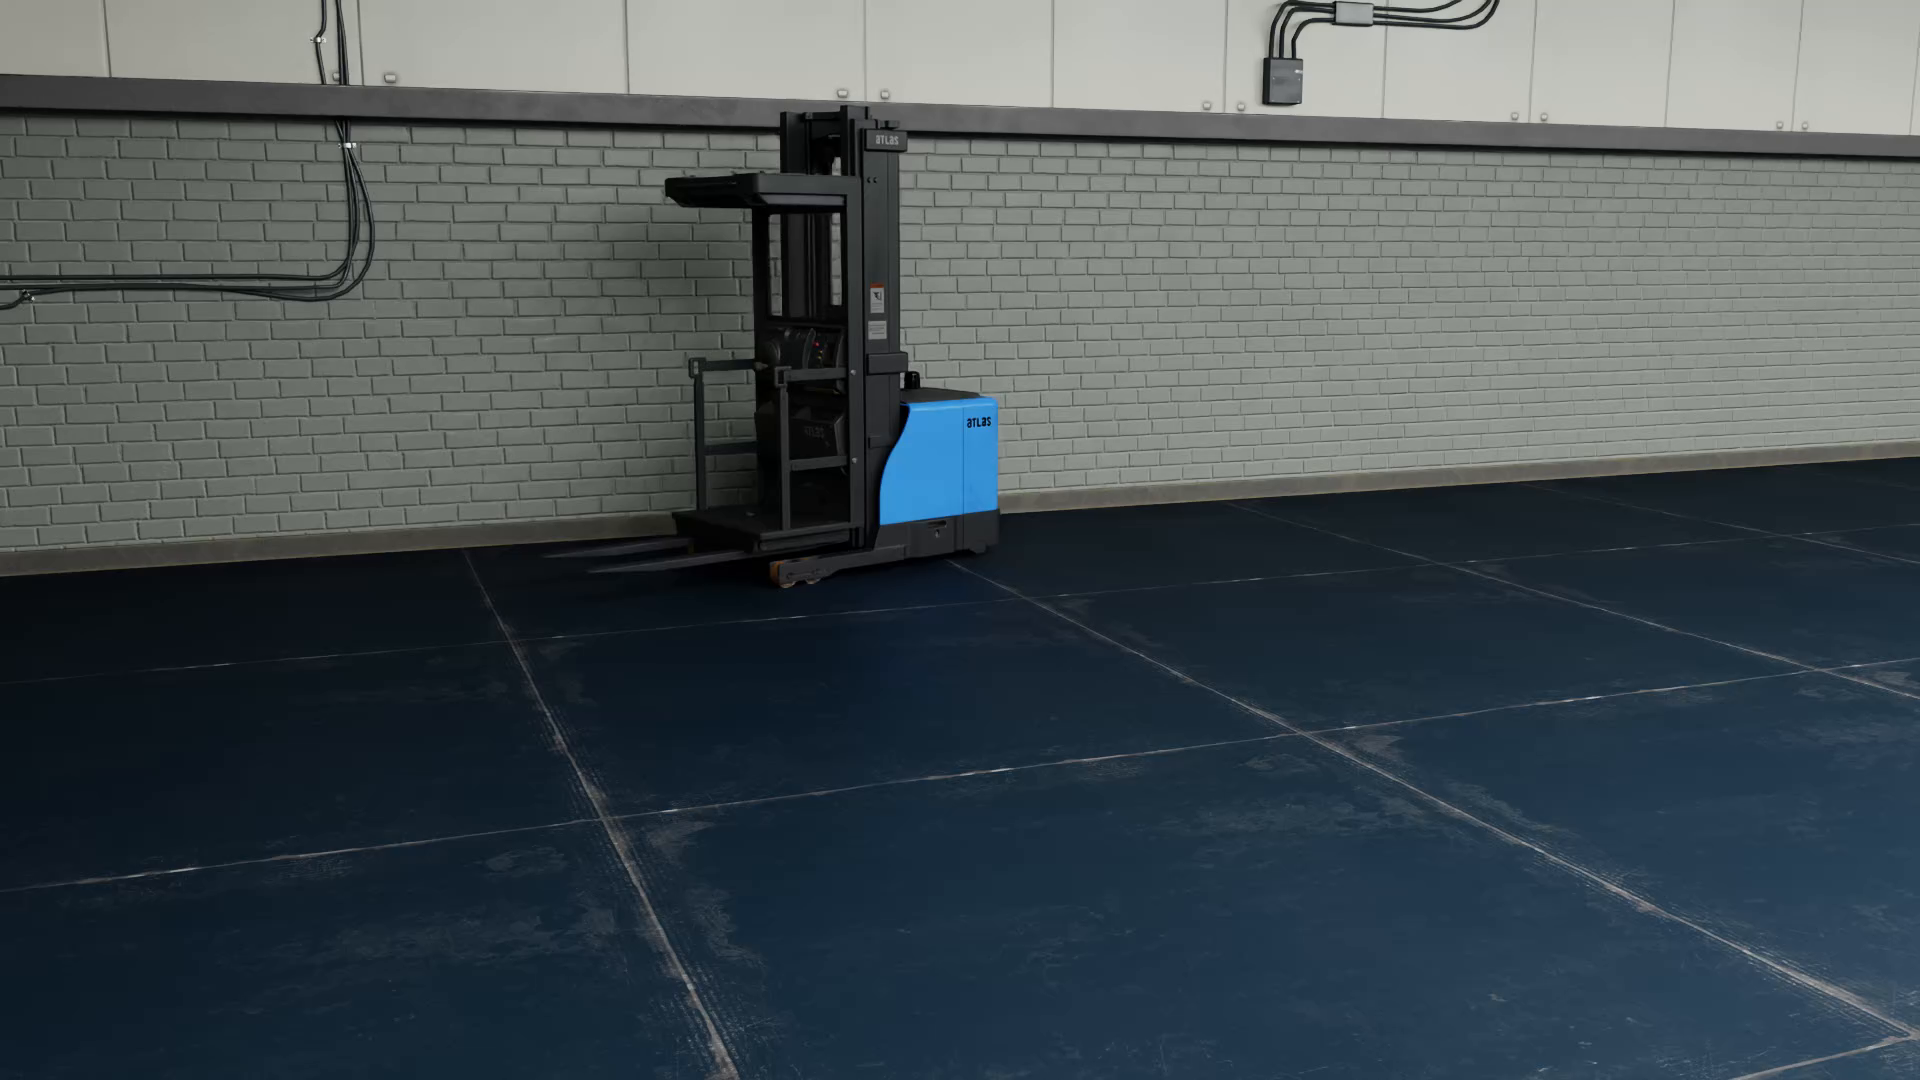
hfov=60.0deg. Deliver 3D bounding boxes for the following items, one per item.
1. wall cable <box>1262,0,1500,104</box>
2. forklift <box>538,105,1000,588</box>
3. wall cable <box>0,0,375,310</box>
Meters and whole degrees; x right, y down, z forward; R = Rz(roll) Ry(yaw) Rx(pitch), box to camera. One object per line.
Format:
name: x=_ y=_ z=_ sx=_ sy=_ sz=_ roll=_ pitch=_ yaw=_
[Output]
wall cable: x=3.525 y=-6.520 z=13.166 sx=2.305 sy=6.003 sz=0.169 roll=-4 pitch=11 yaw=-21
forklift: x=-1.187 y=-1.251 z=10.583 sx=3.031 sy=2.935 sz=1.130 roll=-8 pitch=13 yaw=-39
wall cable: x=-5.329 y=-2.717 z=10.363 sx=3.097 sy=2.526 sz=0.112 roll=-4 pitch=11 yaw=-21
